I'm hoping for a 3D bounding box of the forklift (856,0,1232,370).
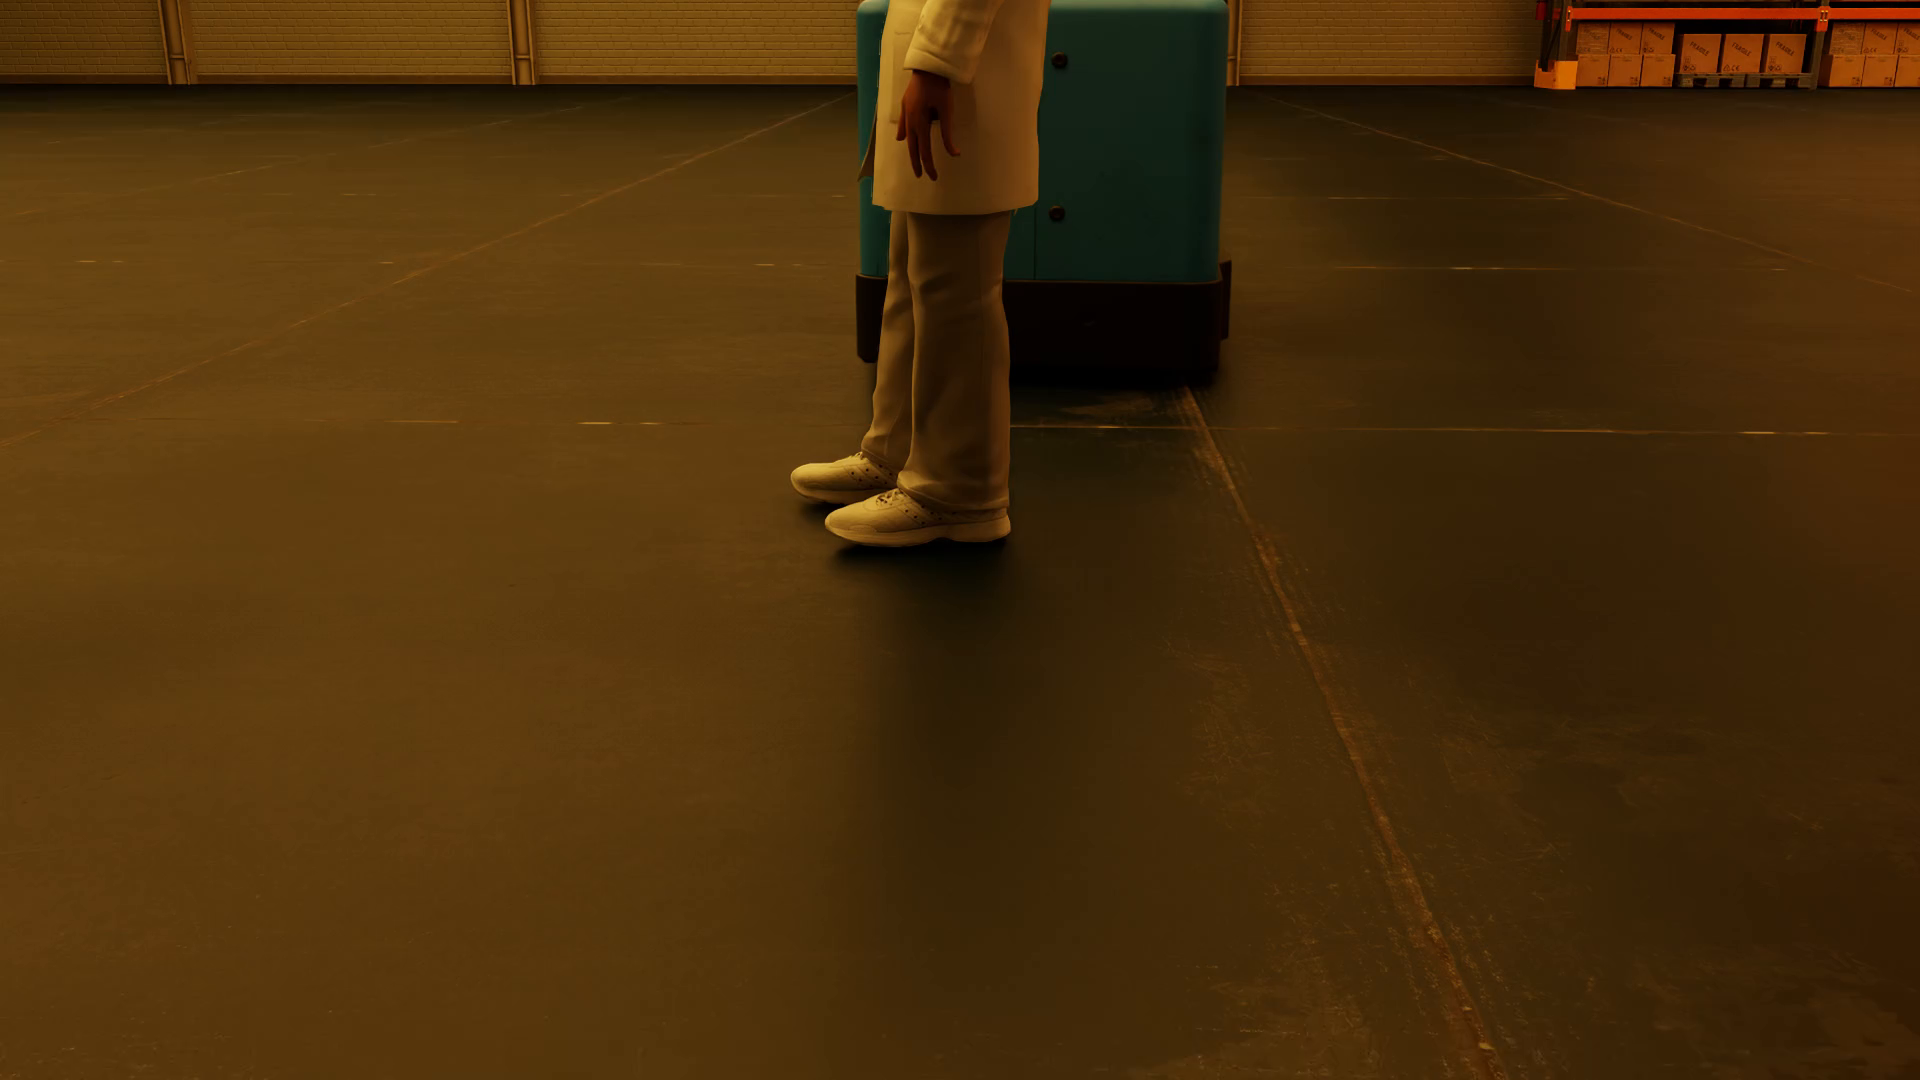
[{"bbox_3d":[0.386,-2.273,5.748,1.130,2.935,3.031,2,17,6],"label":"forklift"}]

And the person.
[{"bbox_3d":[-0.091,-0.858,3.112,0.578,1.777,0.698,1,17,2],"label":"person"}]
